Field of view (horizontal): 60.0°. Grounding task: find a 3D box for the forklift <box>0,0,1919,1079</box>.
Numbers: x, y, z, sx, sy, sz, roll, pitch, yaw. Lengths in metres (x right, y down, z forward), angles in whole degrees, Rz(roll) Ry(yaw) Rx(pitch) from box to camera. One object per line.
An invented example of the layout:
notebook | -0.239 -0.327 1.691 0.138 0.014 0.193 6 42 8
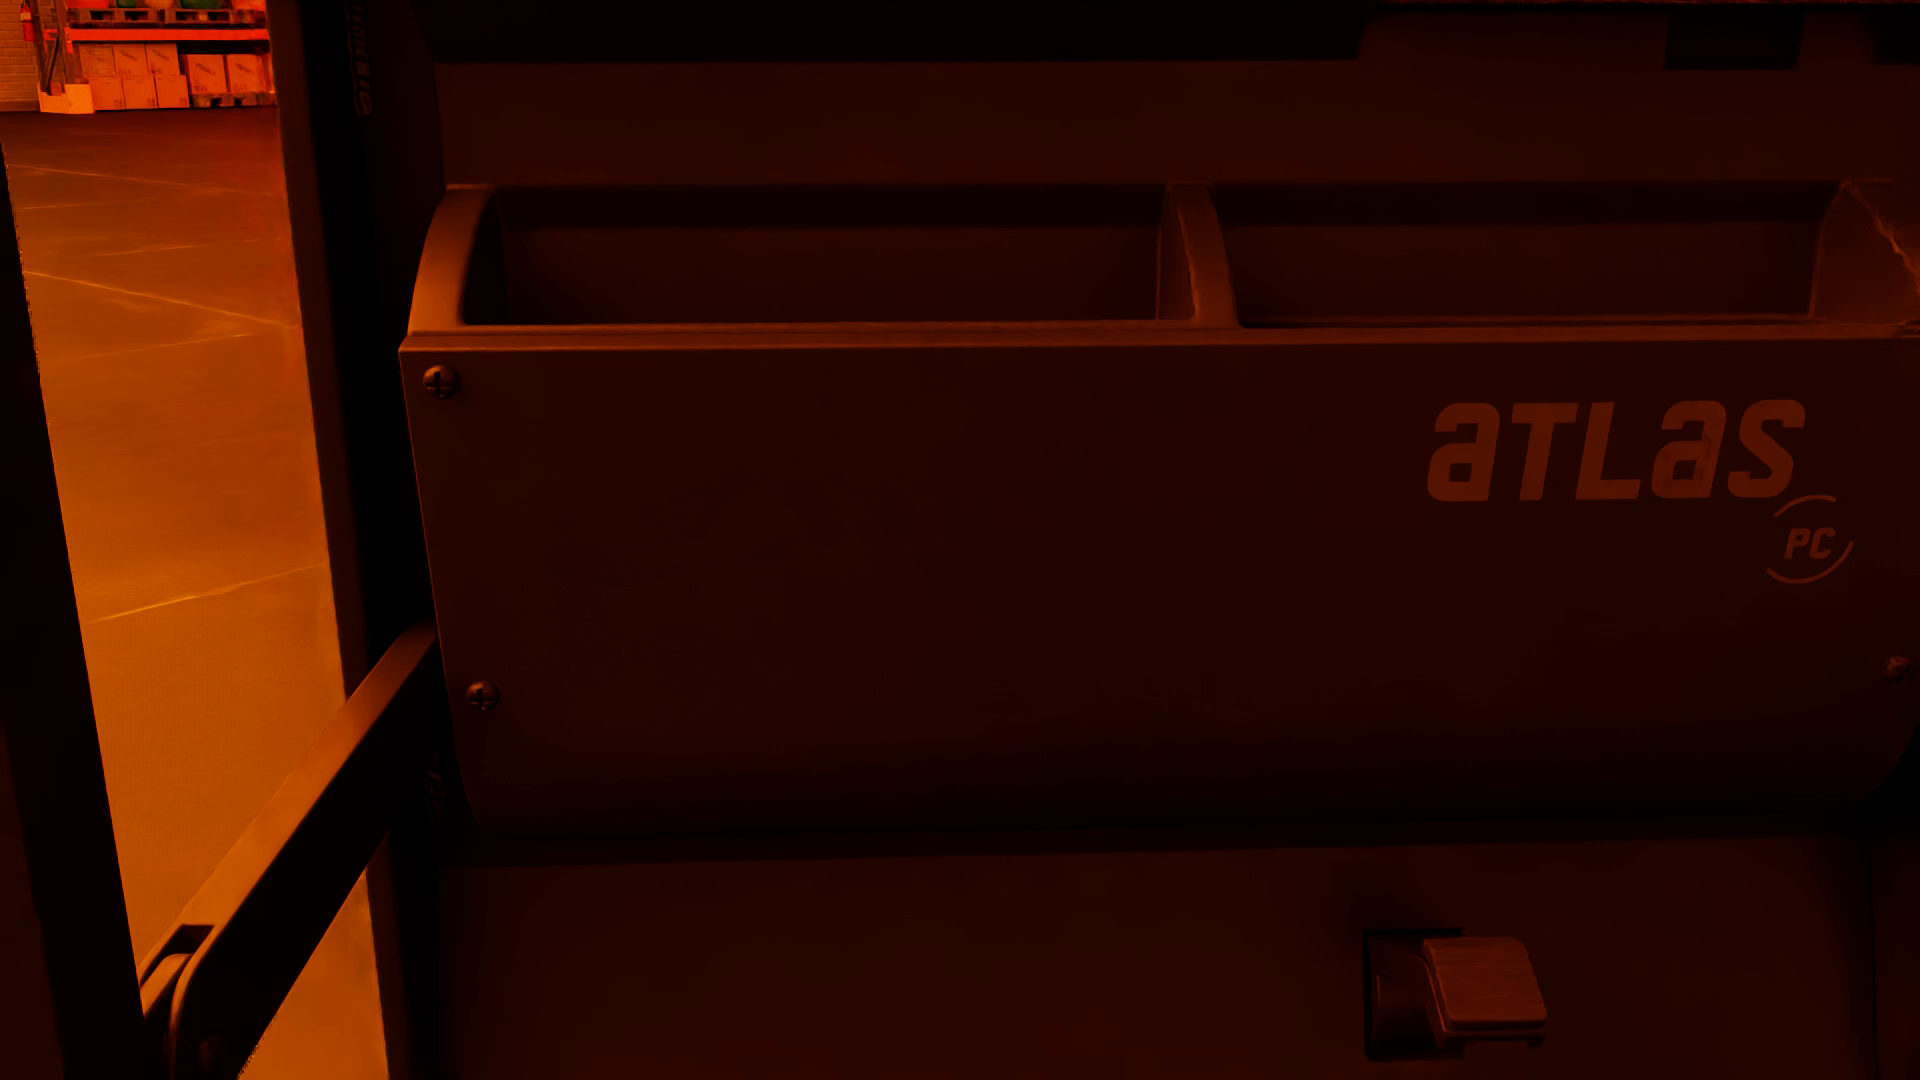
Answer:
forklift | 0.164 -0.537 0.666 1.130 2.935 3.031 -1 17 -3
